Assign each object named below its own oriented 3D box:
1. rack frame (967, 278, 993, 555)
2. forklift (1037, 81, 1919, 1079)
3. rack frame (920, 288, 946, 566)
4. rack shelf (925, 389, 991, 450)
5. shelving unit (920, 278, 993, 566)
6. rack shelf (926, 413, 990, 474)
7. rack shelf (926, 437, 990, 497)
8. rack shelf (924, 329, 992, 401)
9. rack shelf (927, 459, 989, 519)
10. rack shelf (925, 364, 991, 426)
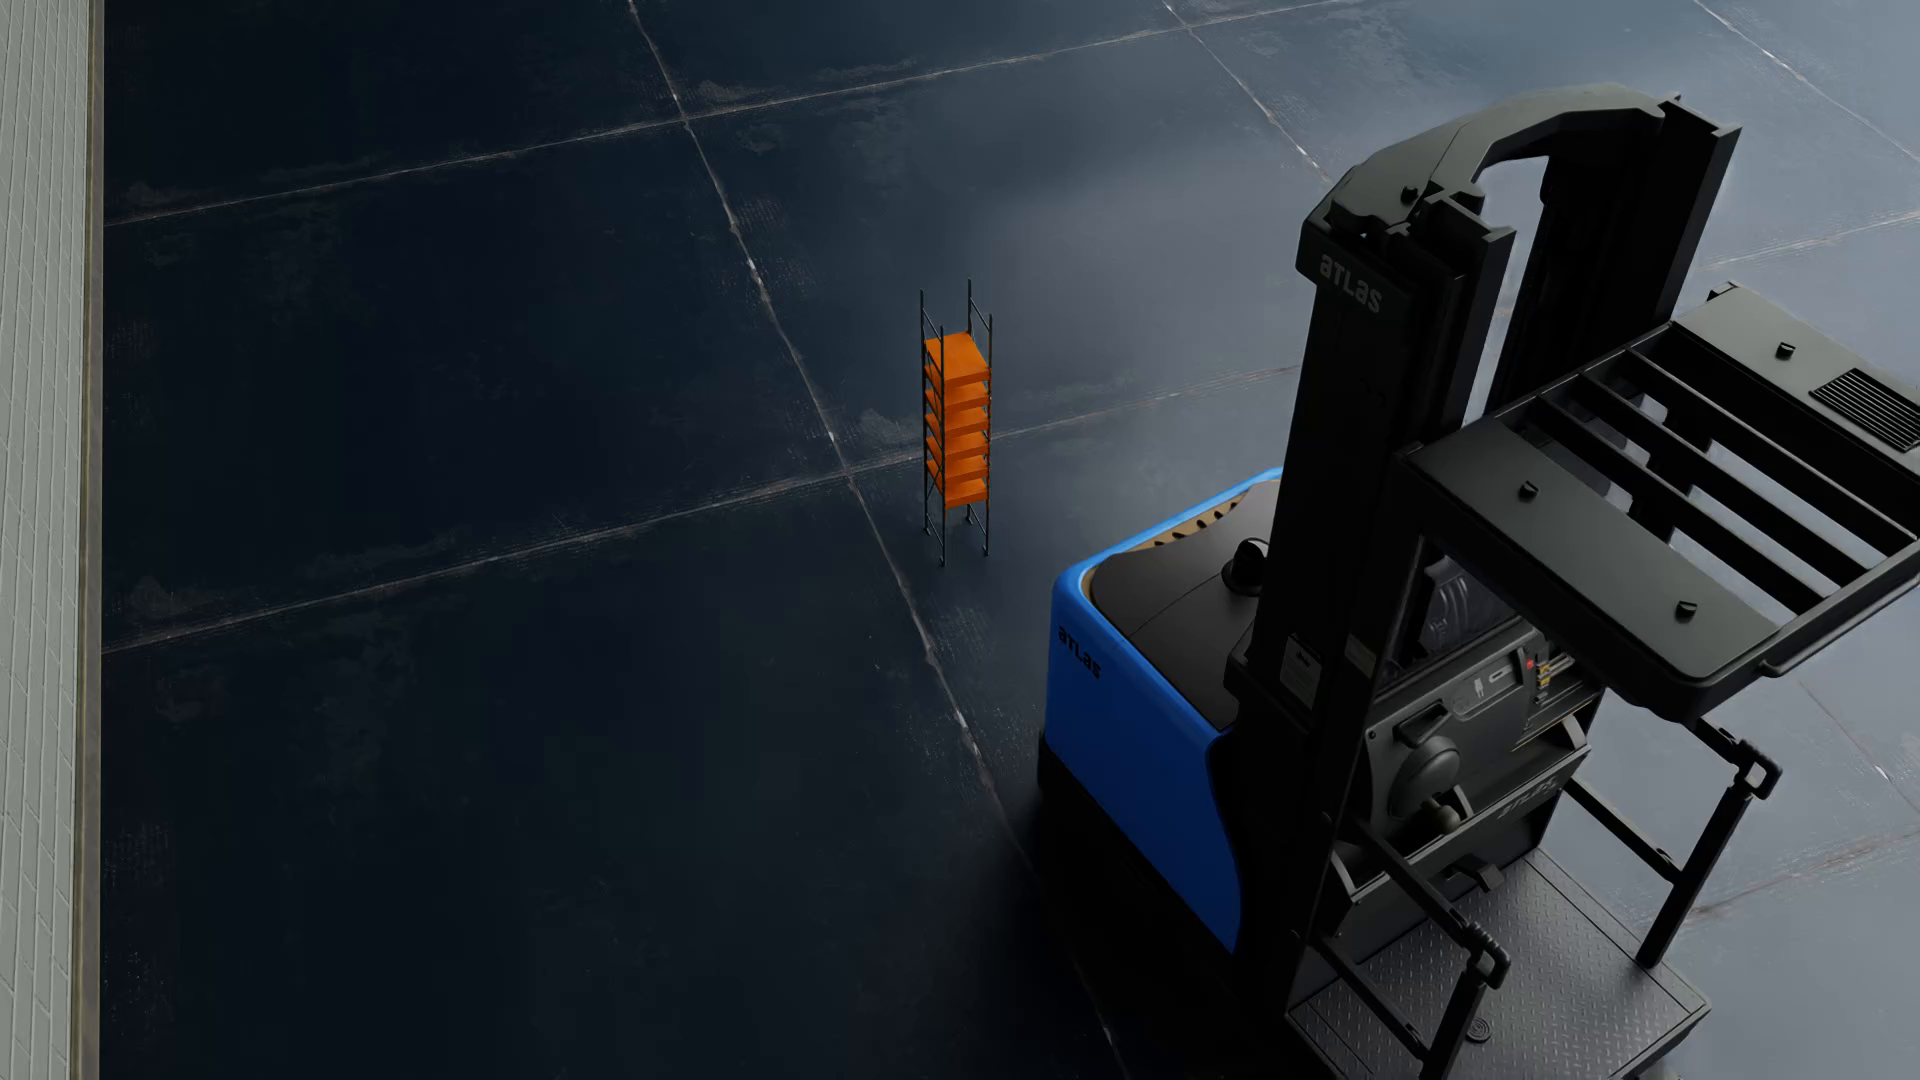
[{"bbox_3d":[0.072,-0.442,6.343,0.006,1.200,0.240,-14,47,-14],"label":"rack frame"},{"bbox_3d":[1.505,0.515,4.167,1.130,2.935,3.031,-25,50,-23],"label":"forklift"},{"bbox_3d":[-0.100,-0.398,6.300,0.006,1.200,0.240,-14,47,-14],"label":"rack frame"},{"bbox_3d":[-0.014,-0.473,6.268,0.180,0.103,0.258,-14,47,-14],"label":"rack shelf"},{"bbox_3d":[-0.014,-0.420,6.322,0.189,1.200,0.258,-14,47,-14],"label":"shelving unit"},{"bbox_3d":[-0.014,-0.389,6.353,0.180,0.103,0.258,-14,47,-14],"label":"rack shelf"},{"bbox_3d":[-0.014,-0.304,6.438,0.180,0.103,0.258,-14,47,-14],"label":"rack shelf"},{"bbox_3d":[-0.014,-0.643,6.098,0.180,0.103,0.258,-14,47,-14],"label":"rack shelf"},{"bbox_3d":[-0.014,-0.219,6.523,0.180,0.103,0.258,-14,47,-14],"label":"rack shelf"},{"bbox_3d":[-0.014,-0.558,6.183,0.180,0.103,0.258,-14,47,-14],"label":"rack shelf"}]
